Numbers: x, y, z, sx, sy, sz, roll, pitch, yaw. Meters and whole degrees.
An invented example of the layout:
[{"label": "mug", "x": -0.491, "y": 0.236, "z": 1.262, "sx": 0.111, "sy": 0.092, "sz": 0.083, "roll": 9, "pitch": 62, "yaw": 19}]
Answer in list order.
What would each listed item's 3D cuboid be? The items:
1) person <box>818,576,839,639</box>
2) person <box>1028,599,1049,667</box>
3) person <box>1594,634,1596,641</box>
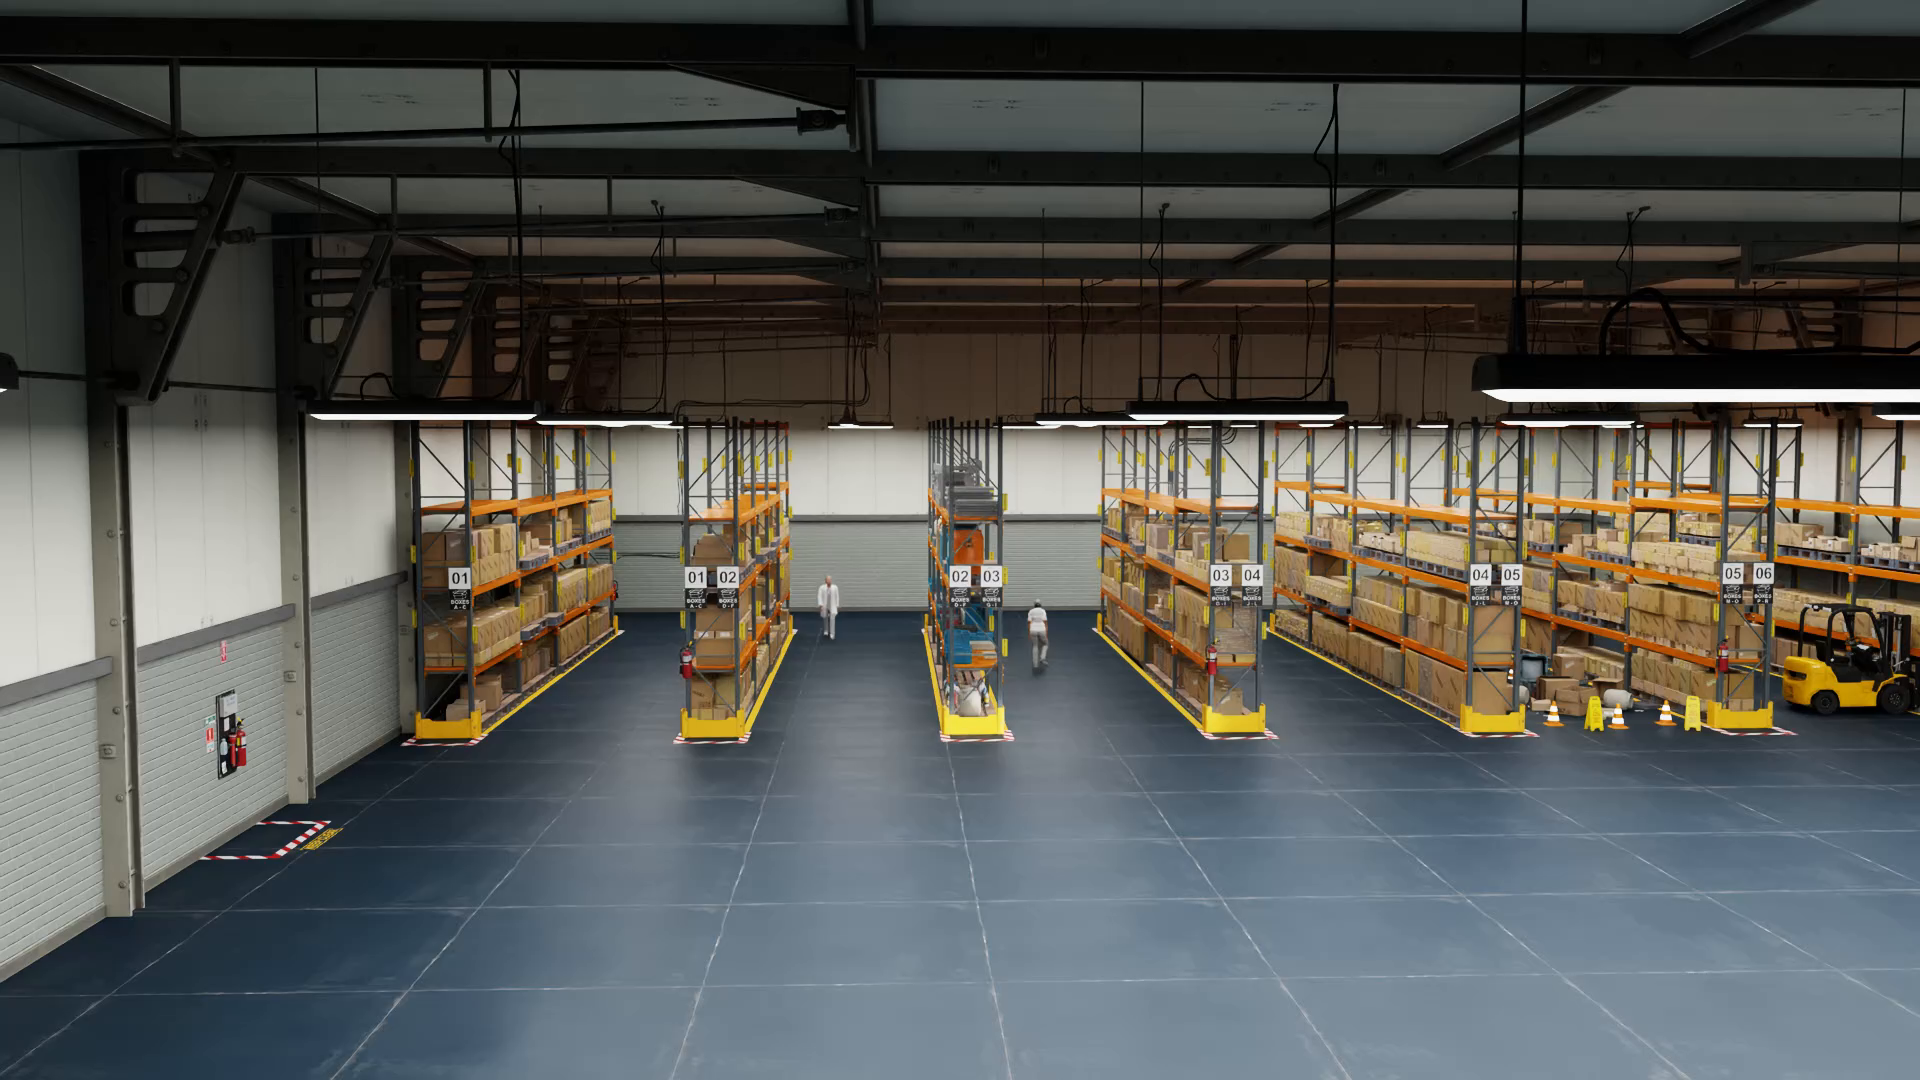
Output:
[{"label": "person", "x": -3.641, "y": 1.852, "z": 45.958, "sx": 0.590, "sy": 1.715, "sz": 1.170, "roll": 0, "pitch": 4, "yaw": -5}, {"label": "person", "x": 1.904, "y": 2.253, "z": 40.400, "sx": 0.533, "sy": 1.652, "sz": 0.460, "roll": 1, "pitch": 4, "yaw": 13}, {"label": "person", "x": 17.212, "y": 1.887, "z": 45.503, "sx": 0.541, "sy": 1.786, "sz": 0.556, "roll": -2, "pitch": 4, "yaw": -25}]
